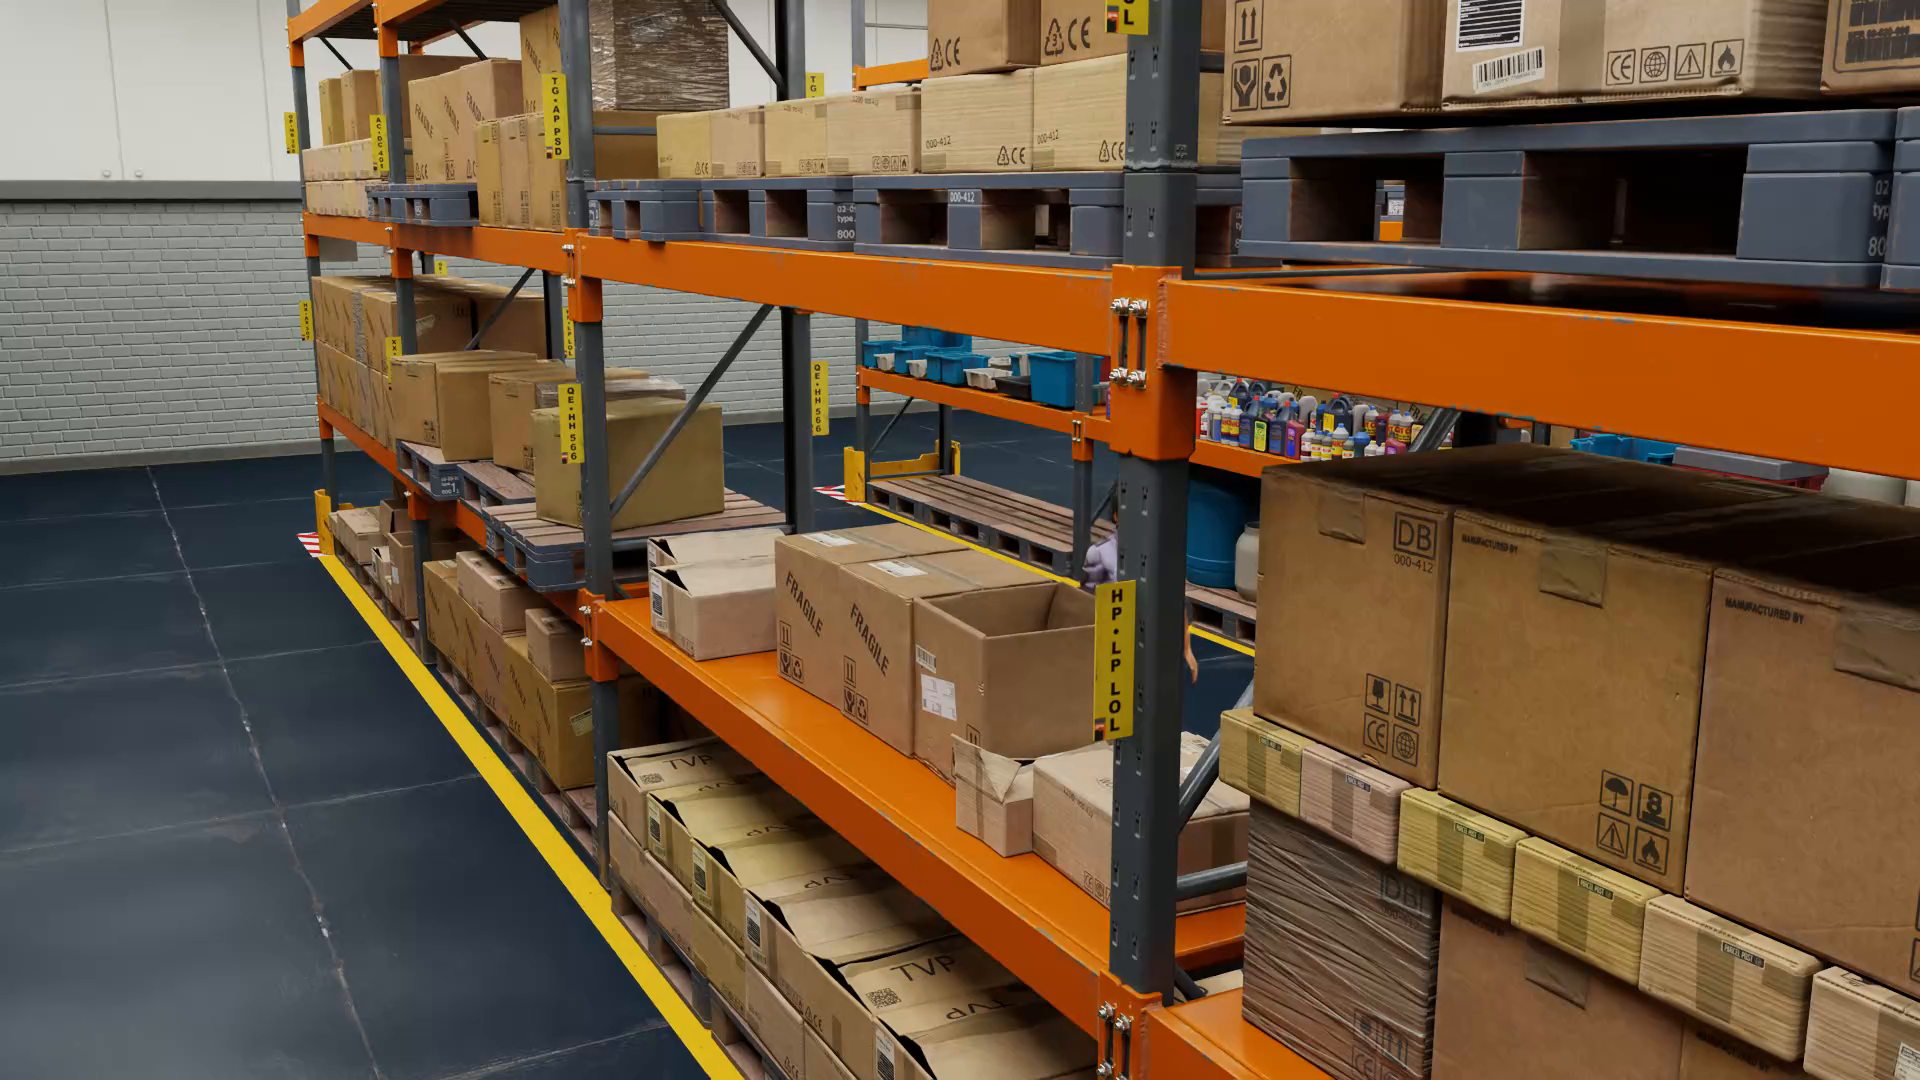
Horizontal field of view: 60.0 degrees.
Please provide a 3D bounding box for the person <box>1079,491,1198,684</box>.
[{"bbox_3d":[0.845,0.571,7.744,0.522,1.646,0.833,-6,13,-27],"label":"person"}]
